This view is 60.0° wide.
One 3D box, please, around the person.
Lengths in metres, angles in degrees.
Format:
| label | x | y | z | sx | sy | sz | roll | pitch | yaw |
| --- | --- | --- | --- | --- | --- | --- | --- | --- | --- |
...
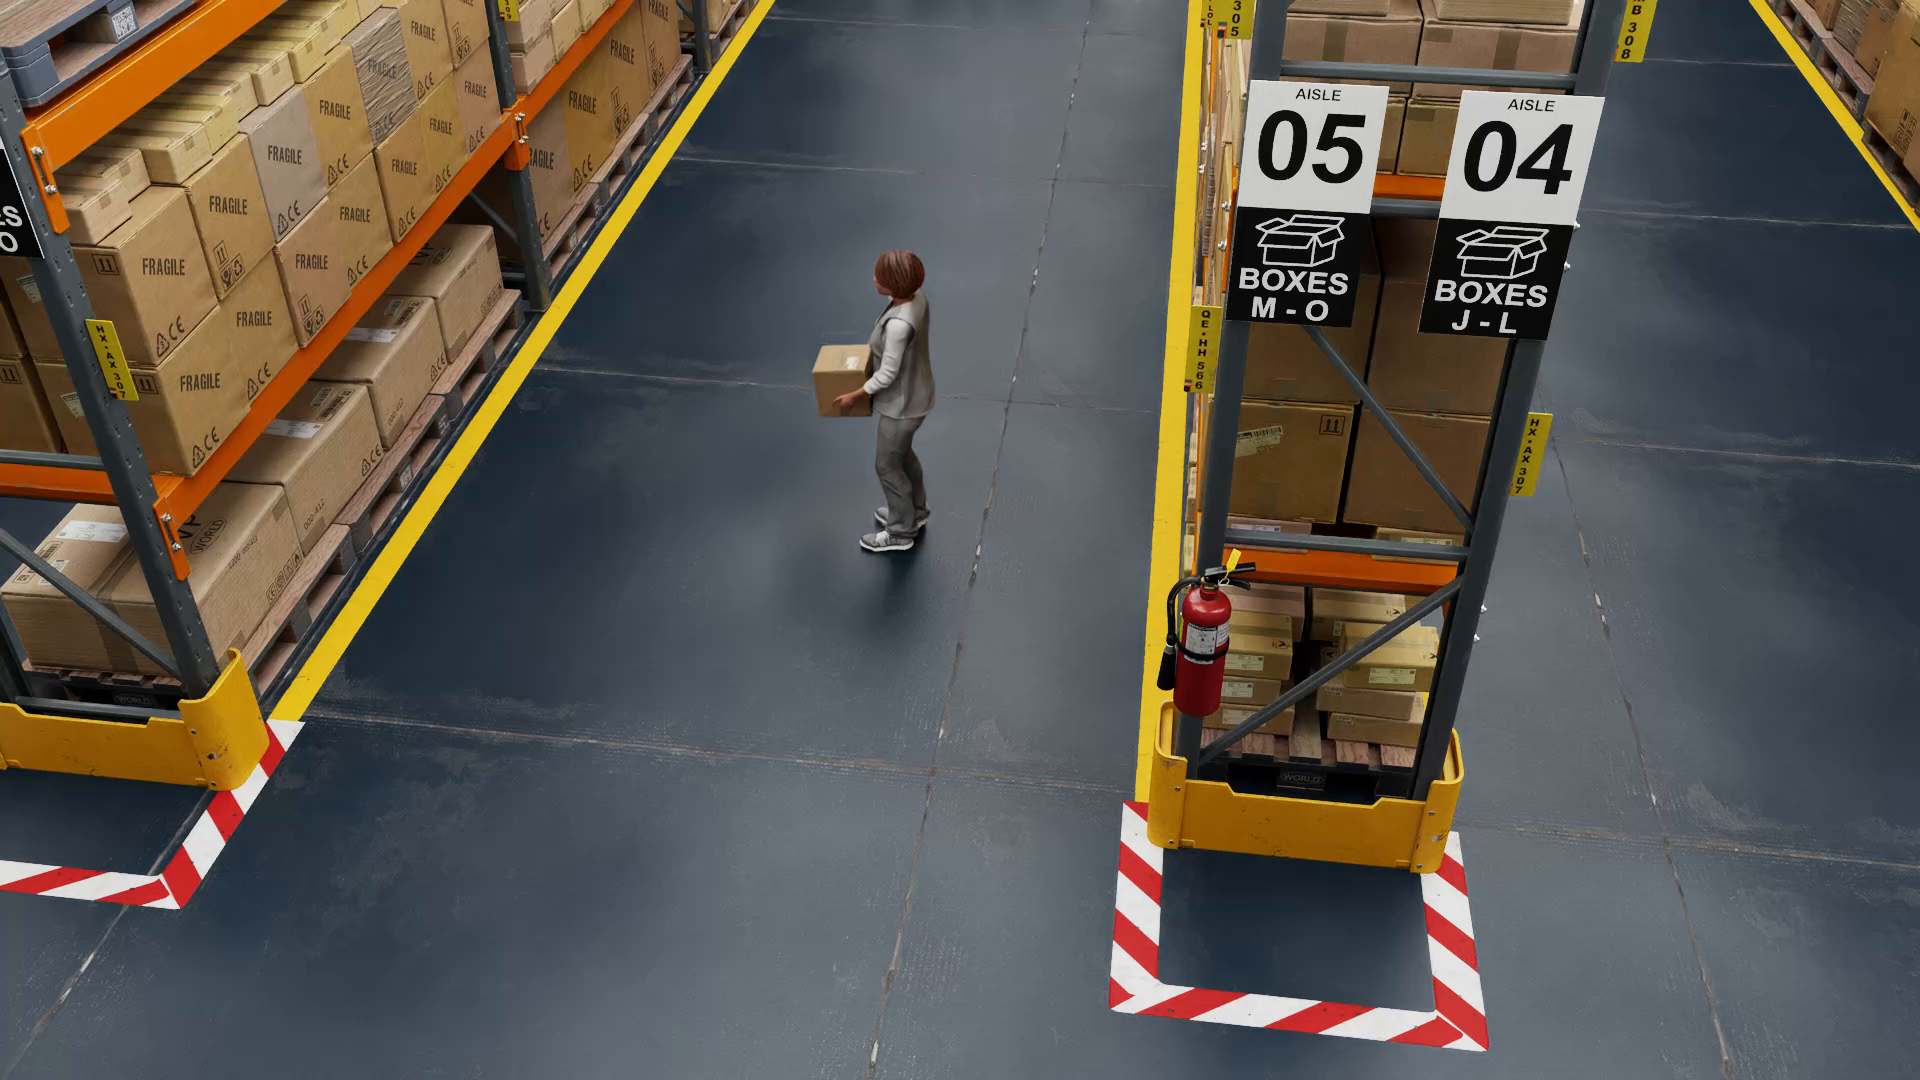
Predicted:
| label | x | y | z | sx | sy | sz | roll | pitch | yaw |
| --- | --- | --- | --- | --- | --- | --- | --- | --- | --- |
| person | -0.352 | -0.656 | 7.932 | 0.461 | 1.587 | 0.440 | 4 | 37 | 6 |
